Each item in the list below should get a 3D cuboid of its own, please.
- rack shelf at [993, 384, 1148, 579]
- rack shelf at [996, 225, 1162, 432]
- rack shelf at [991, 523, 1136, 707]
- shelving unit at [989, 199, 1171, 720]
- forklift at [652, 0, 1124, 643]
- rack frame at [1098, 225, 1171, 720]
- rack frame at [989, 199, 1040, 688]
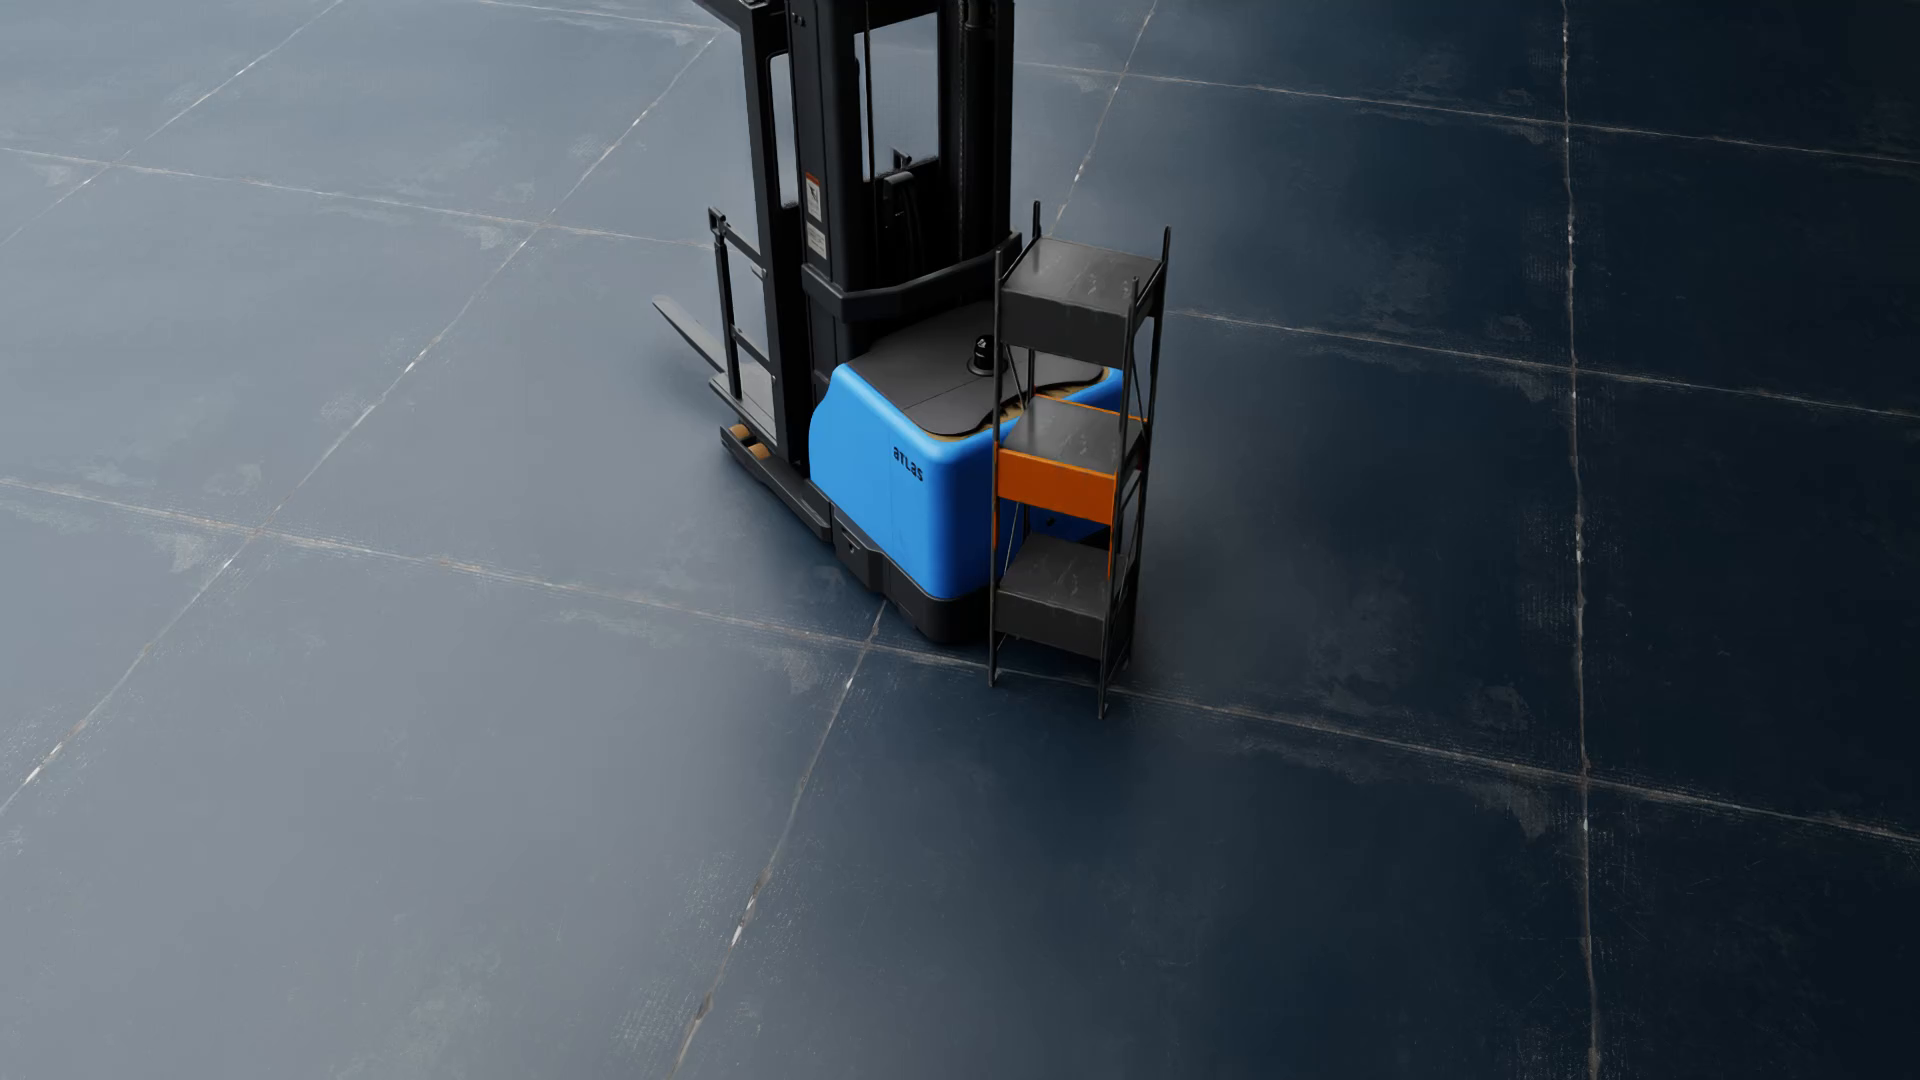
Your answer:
[{"bbox_3d":[0.431,-0.228,6.434,0.480,0.518,0.431,15,42,17],"label":"rack shelf"},{"bbox_3d":[0.431,-0.764,5.984,0.480,0.518,0.431,15,42,17],"label":"rack shelf"},{"bbox_3d":[0.431,0.308,6.884,0.480,0.518,0.431,15,42,17],"label":"rack shelf"},{"bbox_3d":[0.431,-0.238,6.425,0.503,2.100,0.431,15,42,17],"label":"shelving unit"},{"bbox_3d":[-0.526,-1.590,7.389,1.130,2.935,3.031,-24,46,-26],"label":"forklift"},{"bbox_3d":[0.656,-0.178,6.354,0.015,2.100,0.400,15,42,17],"label":"rack frame"},{"bbox_3d":[0.205,-0.298,6.497,0.015,2.100,0.400,15,42,17],"label":"rack frame"}]
